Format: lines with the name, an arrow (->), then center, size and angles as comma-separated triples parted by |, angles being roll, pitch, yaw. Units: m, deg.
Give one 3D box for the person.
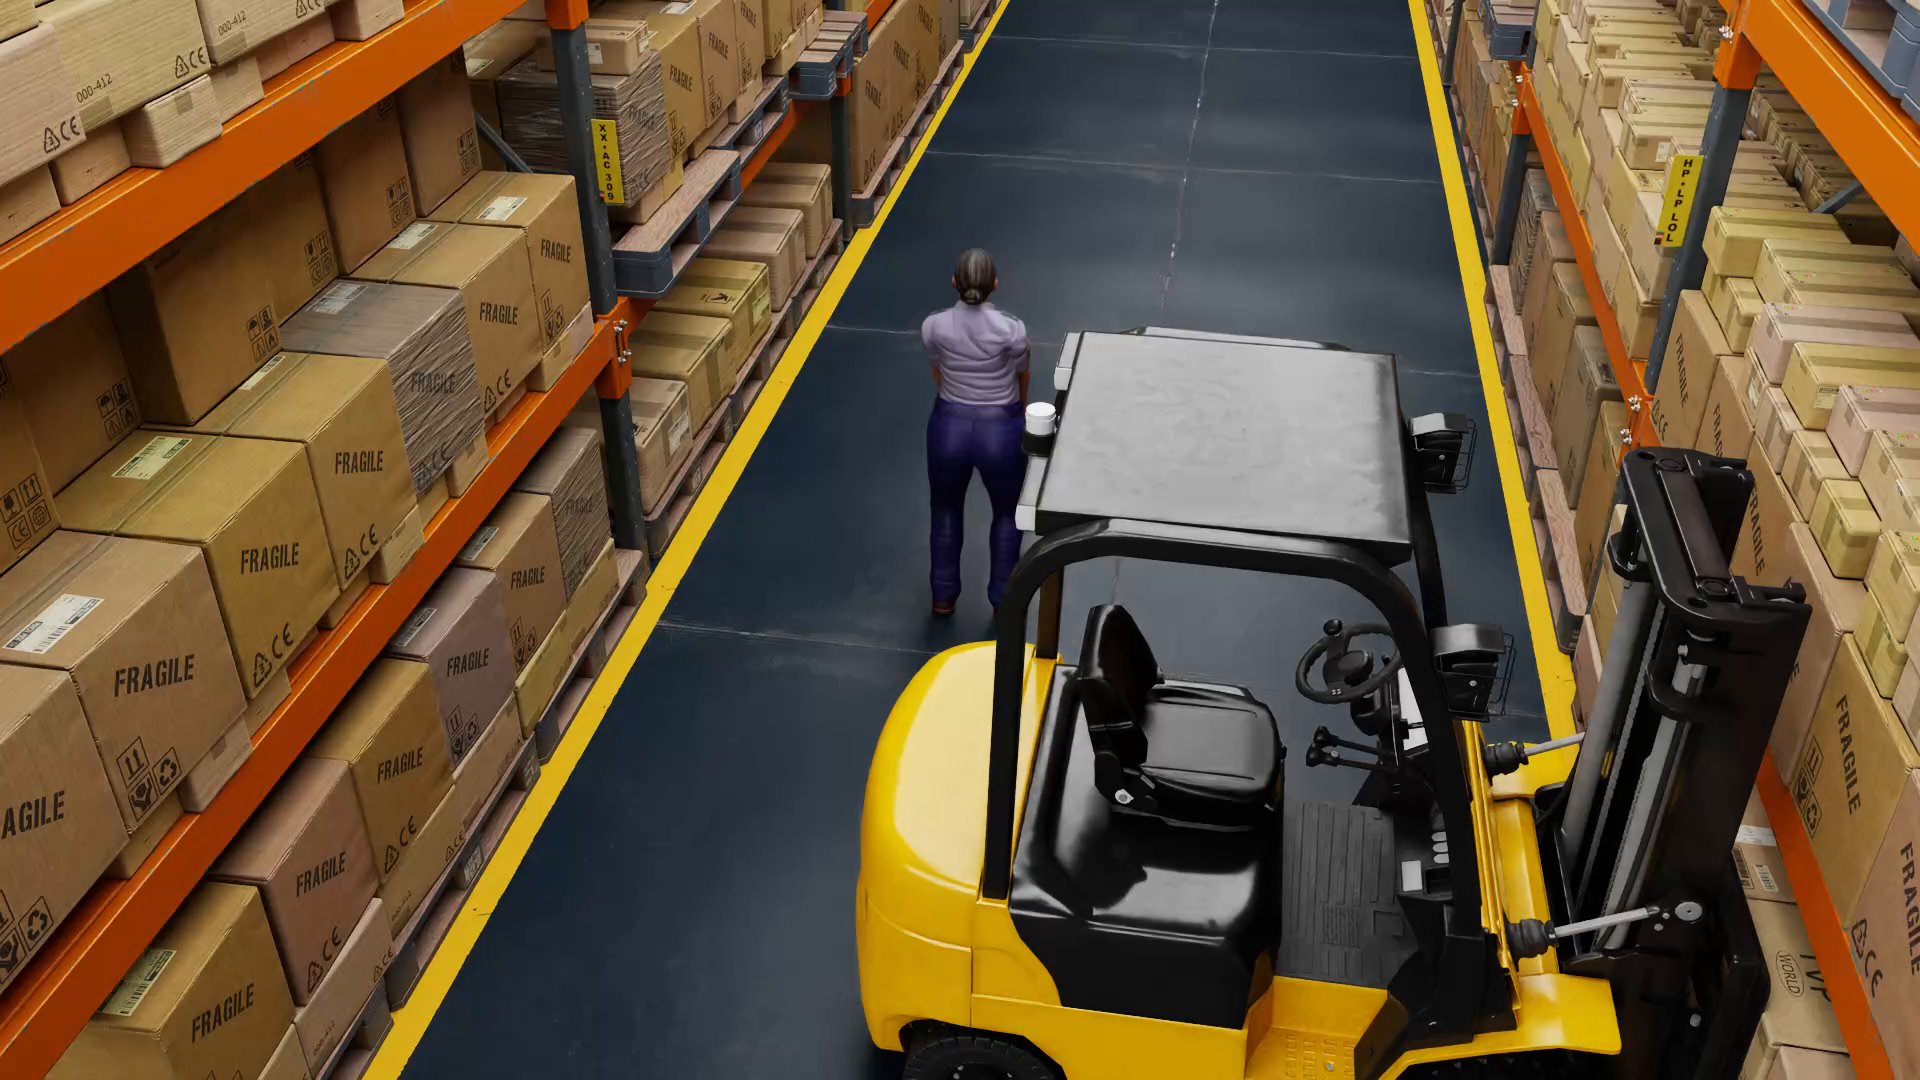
person -> 0.075, -0.453, 6.870 | 0.435, 1.646, 0.534 | 5, 33, 7
